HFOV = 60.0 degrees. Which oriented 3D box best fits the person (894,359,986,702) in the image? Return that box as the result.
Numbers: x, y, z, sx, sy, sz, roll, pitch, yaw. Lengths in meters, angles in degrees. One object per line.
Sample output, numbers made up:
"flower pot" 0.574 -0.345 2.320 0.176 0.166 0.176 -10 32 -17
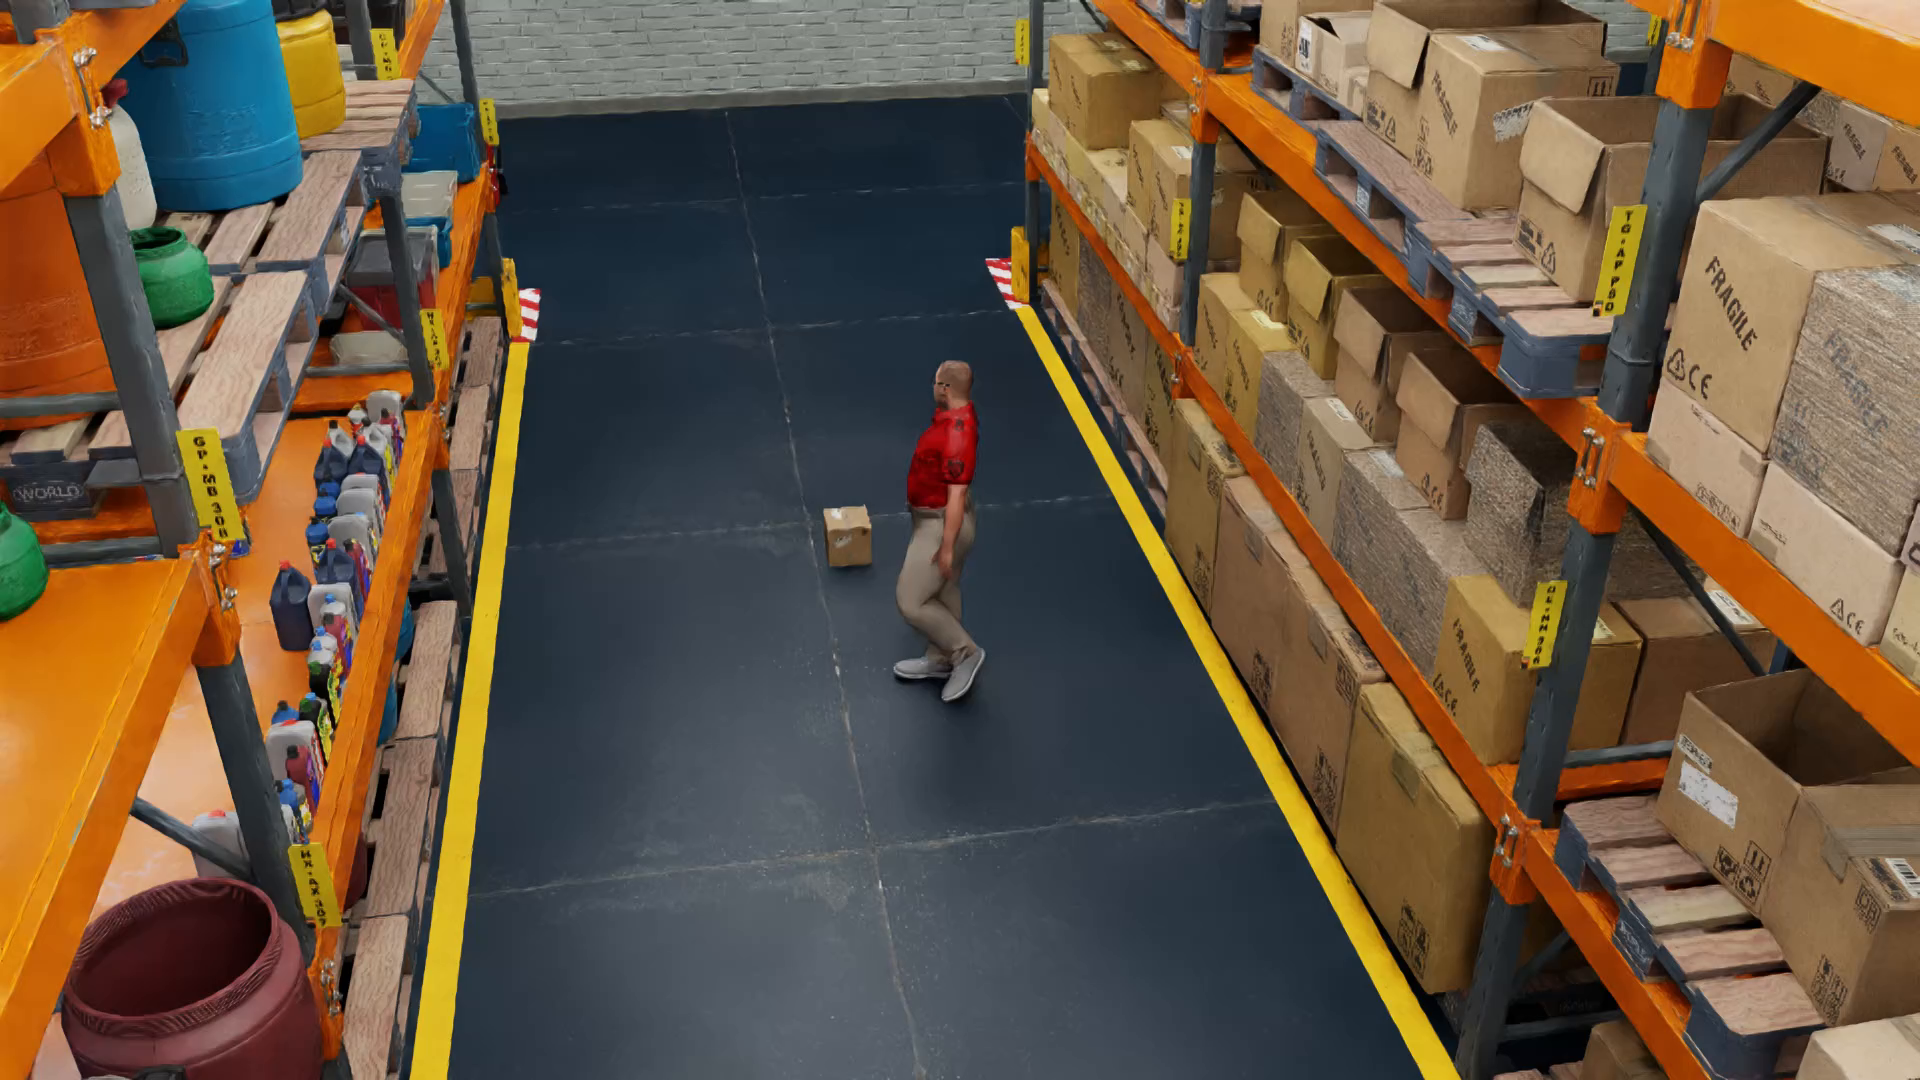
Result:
"person" -0.109 -0.054 8.226 0.469 1.717 0.660 1 30 1
